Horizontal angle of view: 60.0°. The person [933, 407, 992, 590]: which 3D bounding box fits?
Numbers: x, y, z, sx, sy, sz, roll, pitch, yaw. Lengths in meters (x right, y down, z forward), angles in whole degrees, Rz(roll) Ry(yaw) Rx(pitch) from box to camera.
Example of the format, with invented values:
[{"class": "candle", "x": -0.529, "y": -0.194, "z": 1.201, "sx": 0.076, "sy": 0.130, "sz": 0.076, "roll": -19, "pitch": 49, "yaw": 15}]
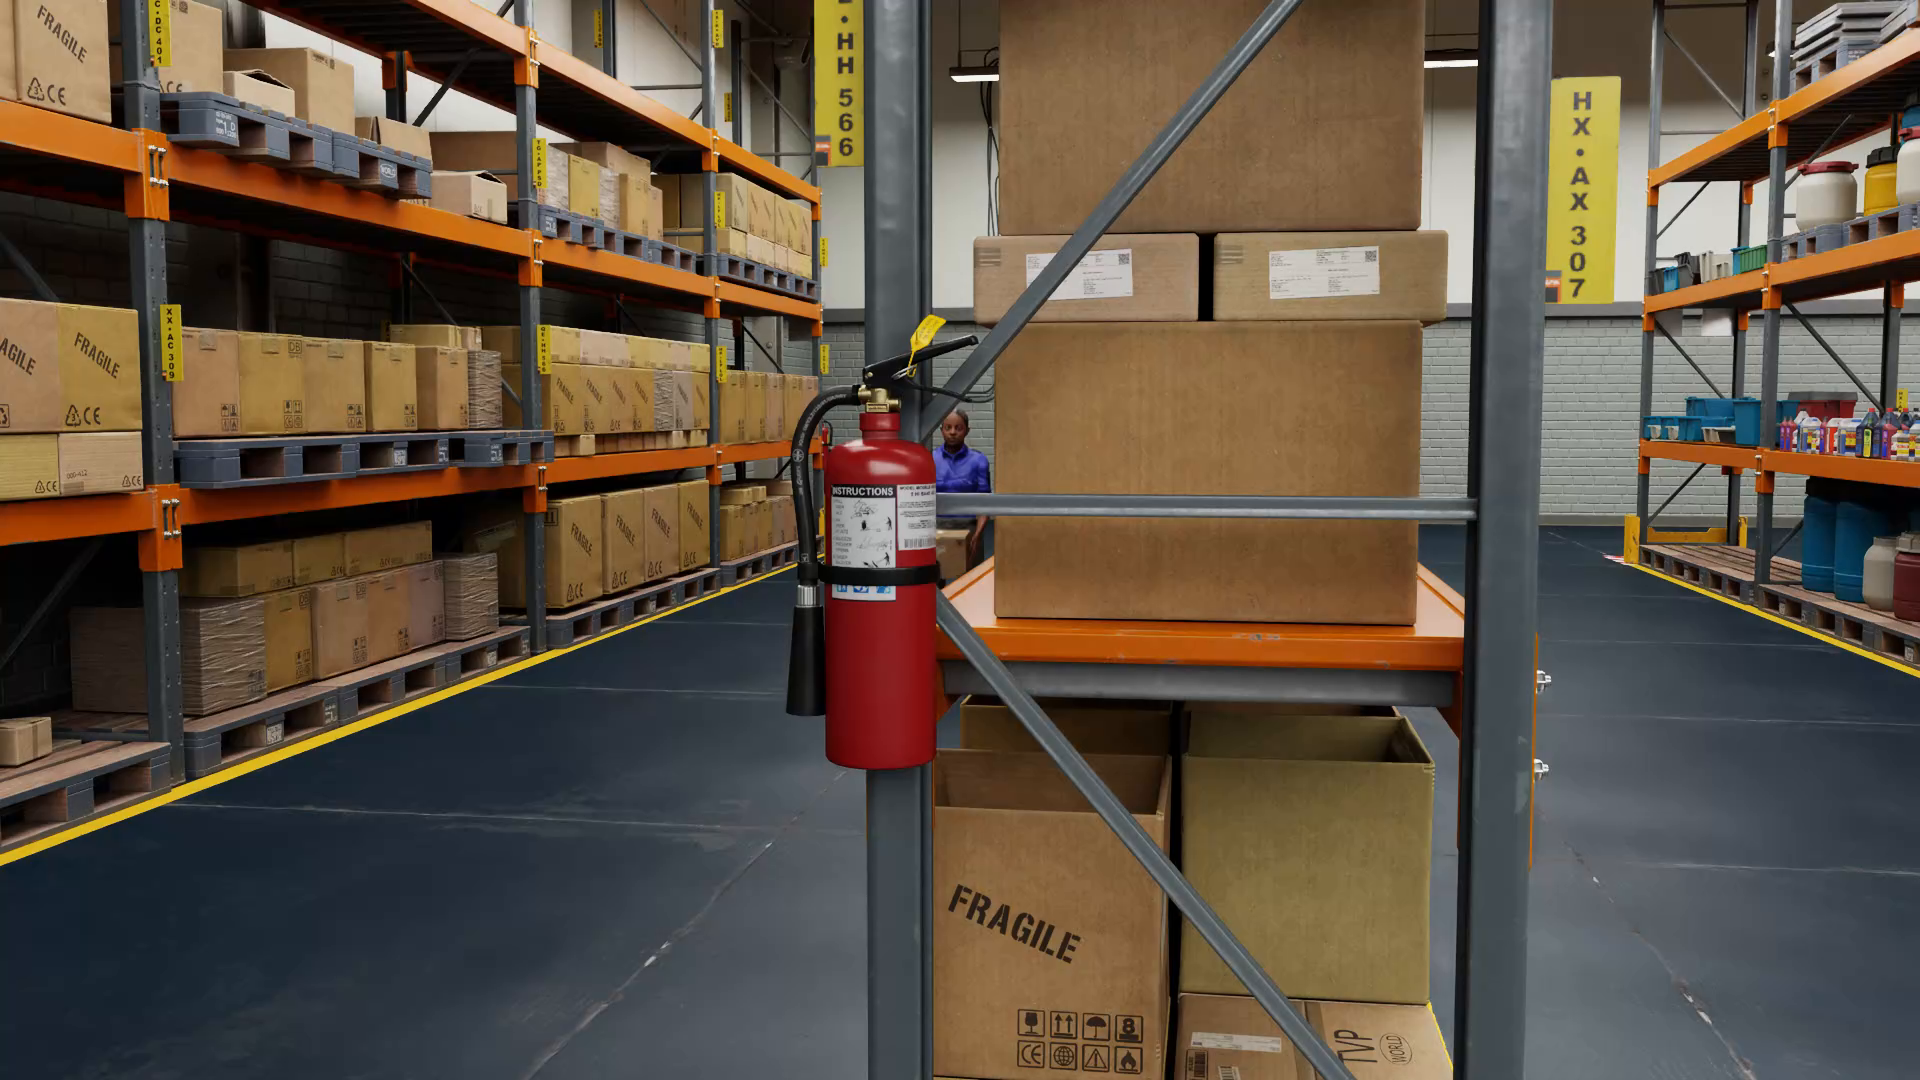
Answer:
[{"class": "person", "x": -0.046, "y": 0.033, "z": 9.965, "sx": 0.478, "sy": 1.663, "sz": 0.405, "roll": 1, "pitch": 5, "yaw": 7}]
